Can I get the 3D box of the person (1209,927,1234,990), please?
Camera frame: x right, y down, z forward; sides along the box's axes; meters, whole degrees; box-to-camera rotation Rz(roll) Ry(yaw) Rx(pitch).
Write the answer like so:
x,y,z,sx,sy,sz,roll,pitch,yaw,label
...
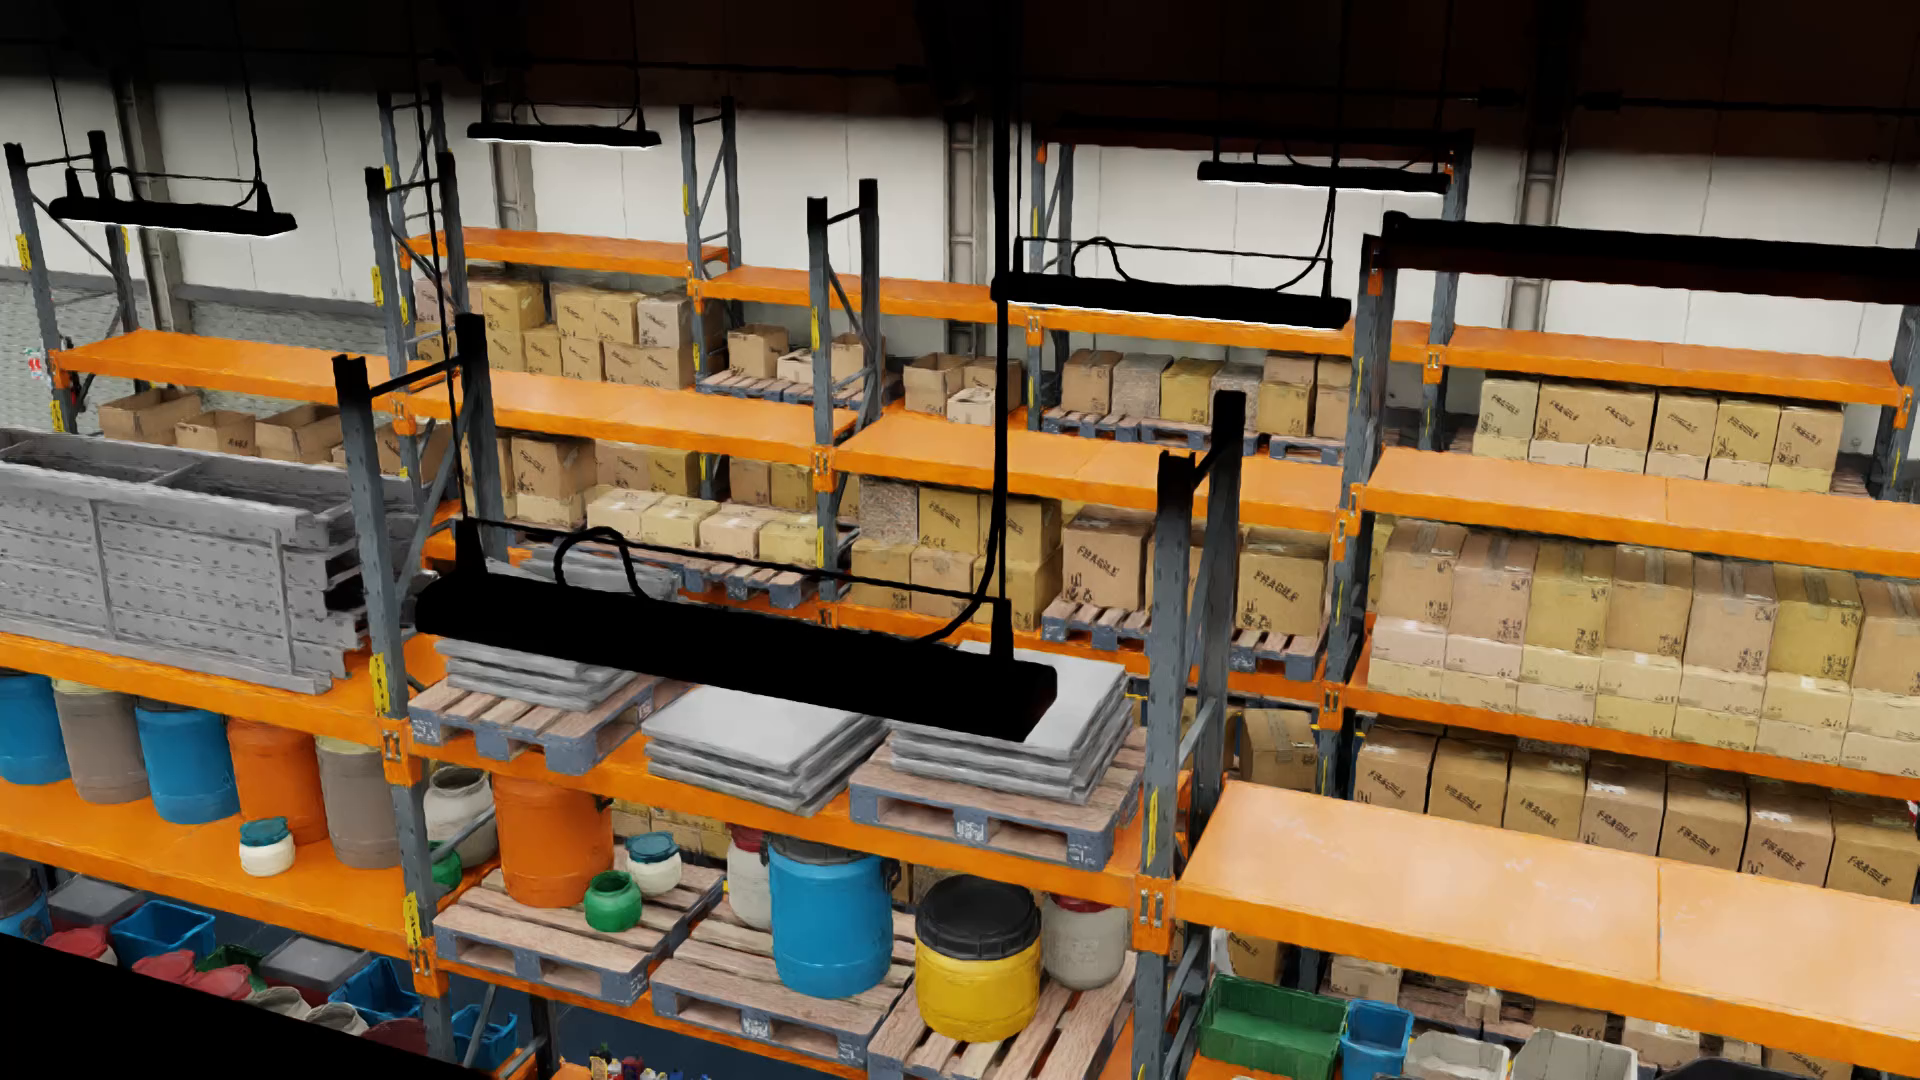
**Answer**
x,y,z,sx,sy,sz,roll,pitch,yaw,label
1.805,3.171,11.813,0.507,1.619,0.580,7,22,18,person
